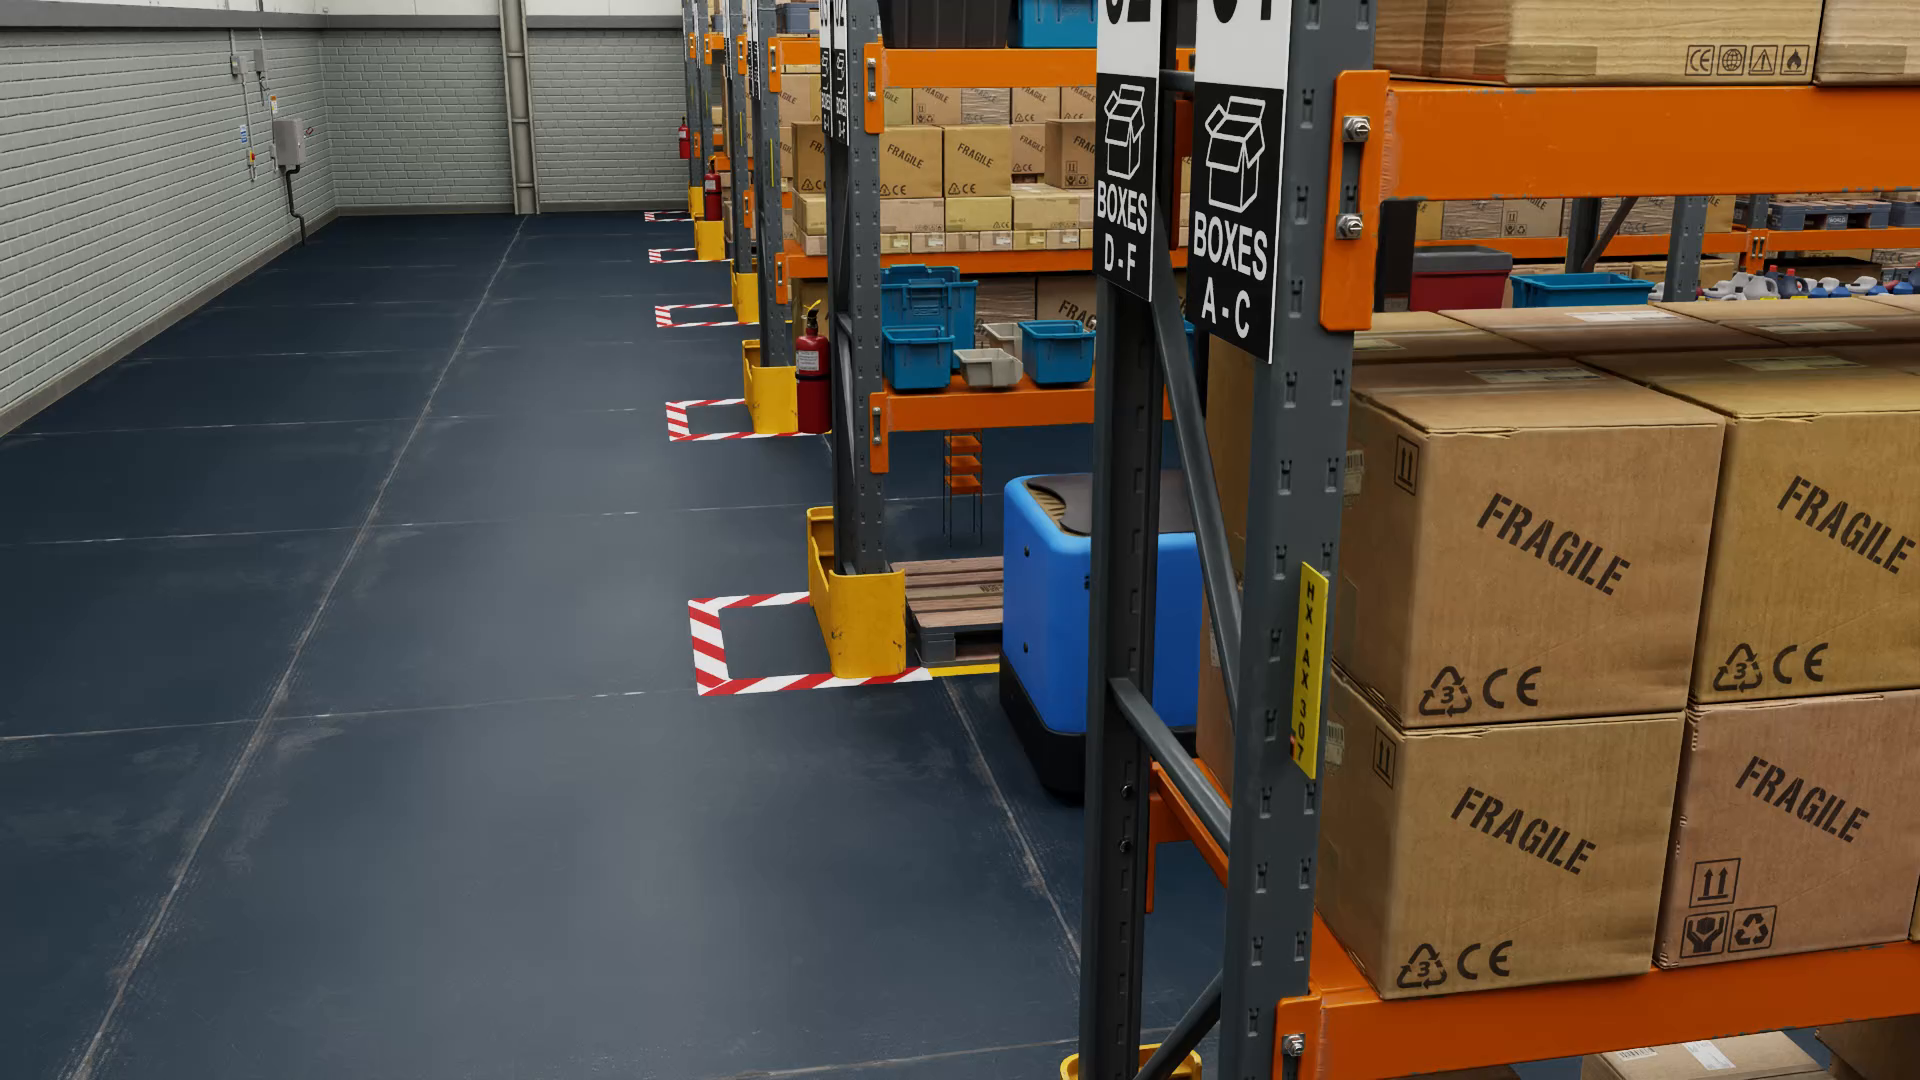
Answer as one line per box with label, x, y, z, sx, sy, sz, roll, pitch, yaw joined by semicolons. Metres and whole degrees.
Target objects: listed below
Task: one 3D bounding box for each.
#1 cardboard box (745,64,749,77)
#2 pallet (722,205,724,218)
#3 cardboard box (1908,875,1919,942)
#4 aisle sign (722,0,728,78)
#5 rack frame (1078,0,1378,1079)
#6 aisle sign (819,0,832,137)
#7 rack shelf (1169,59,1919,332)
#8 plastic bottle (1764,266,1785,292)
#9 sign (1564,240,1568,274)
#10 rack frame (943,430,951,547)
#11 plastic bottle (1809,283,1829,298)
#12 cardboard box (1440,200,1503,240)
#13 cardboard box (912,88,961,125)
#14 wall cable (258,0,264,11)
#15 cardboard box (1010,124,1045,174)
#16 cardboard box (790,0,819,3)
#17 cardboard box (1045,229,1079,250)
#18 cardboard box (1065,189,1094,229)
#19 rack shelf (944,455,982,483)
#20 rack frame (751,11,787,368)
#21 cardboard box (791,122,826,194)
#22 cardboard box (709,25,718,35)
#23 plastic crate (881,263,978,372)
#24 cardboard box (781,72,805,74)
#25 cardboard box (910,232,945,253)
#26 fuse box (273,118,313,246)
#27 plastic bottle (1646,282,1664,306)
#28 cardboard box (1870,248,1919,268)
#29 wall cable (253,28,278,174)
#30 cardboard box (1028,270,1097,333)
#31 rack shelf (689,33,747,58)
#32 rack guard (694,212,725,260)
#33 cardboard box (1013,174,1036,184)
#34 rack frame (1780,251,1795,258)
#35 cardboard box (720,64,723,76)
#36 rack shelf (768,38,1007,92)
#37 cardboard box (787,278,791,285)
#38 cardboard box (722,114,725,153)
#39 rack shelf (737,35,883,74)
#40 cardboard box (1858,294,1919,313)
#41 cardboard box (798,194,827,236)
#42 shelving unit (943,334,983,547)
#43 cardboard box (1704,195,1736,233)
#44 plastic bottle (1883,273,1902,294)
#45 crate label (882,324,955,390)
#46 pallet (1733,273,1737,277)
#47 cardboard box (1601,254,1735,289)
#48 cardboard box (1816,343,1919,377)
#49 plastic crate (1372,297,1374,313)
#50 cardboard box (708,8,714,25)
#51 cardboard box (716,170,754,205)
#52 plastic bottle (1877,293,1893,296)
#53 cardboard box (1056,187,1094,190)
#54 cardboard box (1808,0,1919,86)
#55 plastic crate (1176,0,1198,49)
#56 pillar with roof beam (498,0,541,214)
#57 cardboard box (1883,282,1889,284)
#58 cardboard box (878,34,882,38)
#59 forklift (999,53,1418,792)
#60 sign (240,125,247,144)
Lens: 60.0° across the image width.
cardboard box;-2.676;-6.064;21.470;0.250;0.149;0.380;-3;17;-9
pallet;-3.409;-5.400;27.034;1.213;0.211;1.003;-3;17;-10
cardboard box;1.919;0.405;3.213;0.500;0.500;0.500;-3;17;-11
aisle sign;-2.412;-5.157;17.066;0.004;0.787;0.394;-3;17;-10
rack frame;0.435;0.460;3.205;0.053;2.616;0.949;-3;17;-10
aisle sign;-0.628;-2.292;7.738;0.004;0.787;0.394;-3;17;-10
rack shelf;2.398;-0.742;3.236;4.000;0.370;1.077;-3;17;-10
plastic bottle;4.448;-1.324;9.097;0.185;0.351;0.144;-3;17;-10
sign;3.323;-1.483;9.059;0.005;0.325;0.100;-3;17;-10
rack frame;-0.076;-0.569;9.622;0.006;1.200;0.240;-3;17;-10
plastic bottle;4.647;-1.259;9.021;0.097;0.271;0.097;0;17;0
cardboard box;3.970;-2.677;13.248;0.500;0.500;0.500;-4;17;-12
cardboard box;-0.283;-4.531;17.073;0.500;0.500;0.500;-4;17;-12
wall cable;-9.484;-8.763;22.953;0.133;3.039;2.988;-3;17;-10
cardboard box;0.713;-4.108;17.401;0.500;0.500;0.500;-4;17;-12
cardboard box;-0.941;-4.171;12.119;0.500;0.500;0.700;-4;18;-14
cardboard box;0.737;-2.302;12.627;0.250;0.149;0.380;-3;17;-10
cardboard box;1.094;-2.532;12.695;0.500;0.250;0.500;-3;17;-9
rack shelf;0.014;-0.417;9.687;0.180;0.103;0.258;-3;17;-10
rack frame;-1.441;-2.397;12.506;0.127;3.000;1.000;-3;17;-10
cardboard box;-1.013;-2.929;12.709;0.500;0.500;0.500;-3;17;-10
cardboard box;-3.909;-7.949;25.901;0.250;0.149;0.380;-3;17;-9
plastic crate;-0.208;-1.087;8.080;0.499;0.435;0.616;-3;17;-10
cardboard box;-1.881;-4.597;17.291;0.500;0.500;0.500;-4;17;-12
cardboard box;-0.271;-2.245;12.441;0.250;0.149;0.380;-4;17;-11
fuse box;-9.108;-4.931;22.950;0.414;1.711;0.539;-3;17;-10
plastic bottle;3.751;-1.248;8.976;0.135;0.276;0.152;-3;17;-10
cardboard box;11.014;-3.752;19.822;0.875;0.875;0.875;-3;17;-10
wall cable;-9.134;-5.827;21.943;0.122;1.984;0.588;-3;17;-10
cardboard box;0.939;-1.741;13.274;0.875;0.875;0.875;-3;17;-10
rack shelf;-2.303;-7.886;26.493;4.000;0.370;1.077;-3;17;-10
rack guard;-3.345;-4.057;22.170;0.348;0.500;1.175;-3;17;-10
cardboard box;0.636;-3.814;17.547;0.250;0.149;0.380;-4;17;-12
rack frame;9.499;-4.501;19.356;0.127;3.000;1.000;-3;17;-10
cardboard box;-3.007;-6.167;21.804;0.250;0.149;0.380;-3;17;-10
rack shelf;0.522;-3.598;12.534;4.000;0.370;1.077;-3;17;-10
cardboard box;-1.720;-2.768;17.347;0.250;0.149;0.380;-3;17;-8
cardboard box;-2.898;-5.405;22.129;0.500;0.500;0.500;-3;17;-10
rack shelf;-0.319;-5.034;17.208;4.000;0.370;1.077;-3;17;-10
cardboard box;2.327;-0.258;3.669;0.500;0.500;0.500;-3;17;-9
cardboard box;-0.919;-2.416;12.318;0.500;0.250;0.500;-4;17;-12
shelving unit;0.014;-0.574;9.638;0.189;1.200;0.258;-3;17;-10
cardboard box;5.976;-2.791;13.620;0.500;0.500;0.500;-3;17;-9
plastic bottle;5.184;-1.346;9.284;0.133;0.283;0.061;-3;17;-10
crate label;-0.197;-0.836;7.609;0.303;0.233;0.416;-3;17;-10
pallet;8.756;-3.103;19.555;1.213;0.211;1.003;-3;17;-10
cardboard box;5.732;-1.995;14.102;0.875;0.875;1.225;-4;18;-13
cardboard box;1.924;-0.073;3.067;0.500;0.500;0.500;-3;17;-10
plastic crate;1.892;-1.132;8.487;0.530;0.282;0.437;-3;17;-10
cardboard box;-3.779;-8.135;25.827;0.500;0.250;0.500;-3;17;-11
cardboard box;-3.648;-5.698;26.792;0.637;0.503;0.797;-4;18;-13
plastic bottle;4.833;-1.144;8.638;0.135;0.276;0.152;-3;17;-10
cardboard box;0.978;-2.683;13.186;0.500;0.250;0.500;-3;17;-9
cardboard box;1.480;-0.882;2.722;0.500;0.250;0.500;-3;17;-10
plastic crate;1.051;-2.379;7.445;0.767;0.338;0.504;-3;17;-10
pillar with roof beam;-6.268;-8.421;21.901;0.400;9.000;9.100;-3;17;-10
cardboard box;8.165;-1.969;14.621;0.500;0.500;0.700;-2;17;-6
cardboard box;-0.773;-5.206;16.800;0.500;0.250;0.500;-4;17;-12
forklift;1.739;-0.584;6.723;3.031;2.935;1.130;-3;17;-10
sign;-8.904;-5.045;20.667;0.001;0.218;0.327;-3;17;-10
